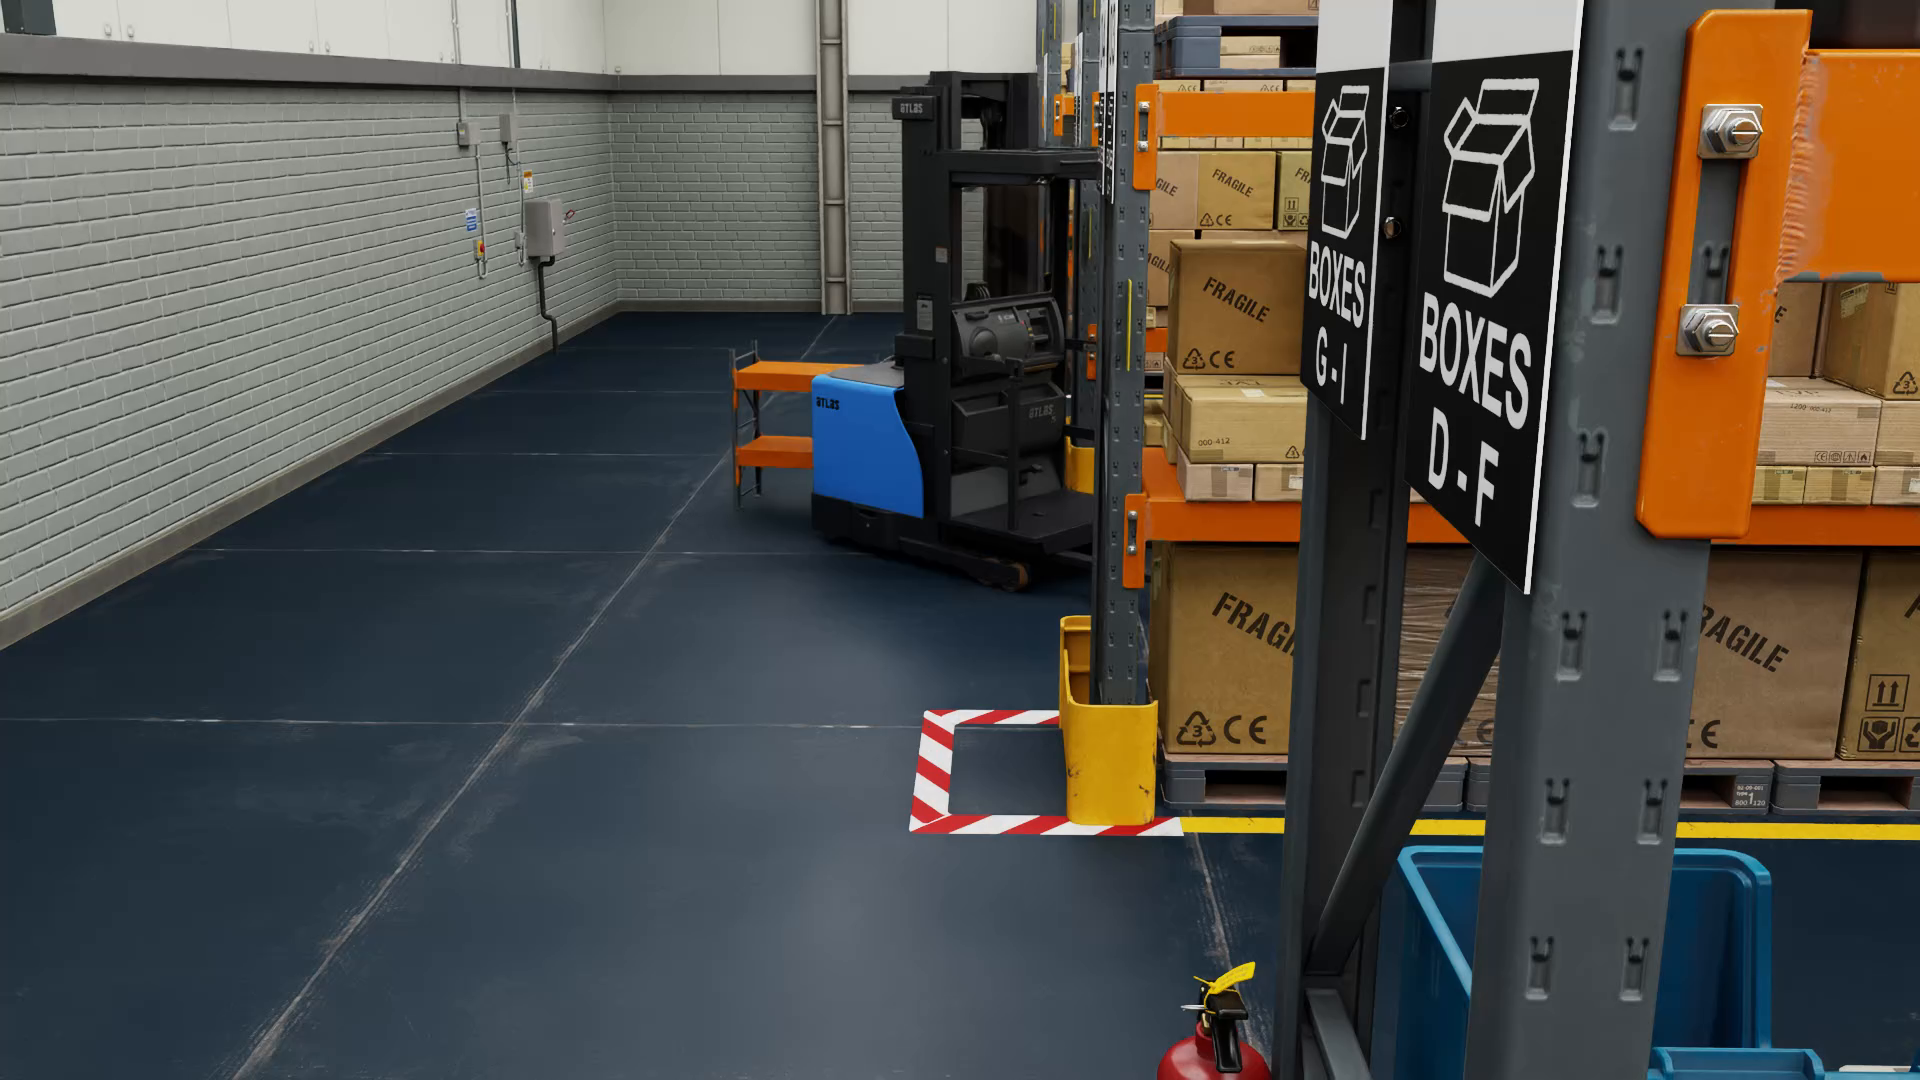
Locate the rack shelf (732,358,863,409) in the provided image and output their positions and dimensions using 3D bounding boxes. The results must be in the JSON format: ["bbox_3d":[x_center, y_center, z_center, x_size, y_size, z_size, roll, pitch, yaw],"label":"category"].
[{"bbox_3d":[-1.013,-1.071,11.547,1.000,0.278,0.538,3,15,12],"label":"rack shelf"}]

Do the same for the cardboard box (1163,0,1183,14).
[{"bbox_3d":[1.438,-3.482,10.809,0.250,0.149,0.380,1,15,4],"label":"cardboard box"}]

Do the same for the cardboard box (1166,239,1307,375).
[{"bbox_3d":[1.132,-0.969,6.875,0.500,0.500,0.500,1,15,2],"label":"cardboard box"}]

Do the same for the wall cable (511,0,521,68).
[{"bbox_3d":[-4.671,-6.785,18.843,0.133,3.039,2.988,0,15,1],"label":"wall cable"}]

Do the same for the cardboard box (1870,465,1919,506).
[{"bbox_3d":[3.553,-0.248,6.391,0.250,0.149,0.380,1,15,2],"label":"cardboard box"}]

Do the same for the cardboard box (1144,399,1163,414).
[{"bbox_3d":[1.402,-0.909,12.005,0.250,0.149,0.380,1,15,2],"label":"cardboard box"}]

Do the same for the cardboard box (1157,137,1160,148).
[{"bbox_3d":[1.760,-3.757,15.772,0.250,0.149,0.380,1,15,3],"label":"cardboard box"}]

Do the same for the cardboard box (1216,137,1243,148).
[{"bbox_3d":[2.536,-3.759,15.781,0.250,0.149,0.380,1,15,2],"label":"cardboard box"}]

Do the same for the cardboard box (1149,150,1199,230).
[{"bbox_3d":[1.308,-2.341,11.093,0.500,0.500,0.500,0,15,1],"label":"cardboard box"}]

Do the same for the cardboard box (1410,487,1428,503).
[{"bbox_3d":[1.758,-0.259,6.435,0.250,0.149,0.380,0,15,1],"label":"cardboard box"}]

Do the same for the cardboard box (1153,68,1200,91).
[{"bbox_3d":[1.308,-3.046,10.918,0.500,0.250,0.500,1,15,3],"label":"cardboard box"}]

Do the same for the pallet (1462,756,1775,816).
[{"bbox_3d":[2.656,0.871,7.126,1.213,0.211,1.003,0,15,1],"label":"pallet"}]

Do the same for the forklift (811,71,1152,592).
[{"bbox_3d":[0.451,-1.265,9.889,3.031,2.935,1.130,13,20,41],"label":"forklift"}]

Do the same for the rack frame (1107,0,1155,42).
[{"bbox_3d":[0.638,-3.372,5.982,0.127,3.000,1.000,0,15,1],"label":"rack frame"}]

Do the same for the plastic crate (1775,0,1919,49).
[{"bbox_3d":[0.890,-0.522,1.315,0.590,0.269,0.497,0,15,1],"label":"plastic crate"}]

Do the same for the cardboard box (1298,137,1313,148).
[{"bbox_3d":[3.298,-3.763,15.797,0.250,0.149,0.380,0,15,0],"label":"cardboard box"}]

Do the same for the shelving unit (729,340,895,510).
[{"bbox_3d":[-1.013,-0.788,11.621,1.048,1.125,0.538,3,15,12],"label":"shelving unit"}]

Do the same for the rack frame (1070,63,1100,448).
[{"bbox_3d":[0.866,-1.736,11.539,0.127,3.000,1.000,0,15,1],"label":"rack frame"}]

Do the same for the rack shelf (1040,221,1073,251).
[{"bbox_3d":[3.014,-3.904,21.167,4.000,0.370,1.077,0,15,1],"label":"rack shelf"}]

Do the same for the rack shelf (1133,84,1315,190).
[{"bbox_3d":[2.638,-1.561,6.407,4.000,0.370,1.077,0,15,1],"label":"rack shelf"}]

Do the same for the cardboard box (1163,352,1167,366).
[{"bbox_3d":[2.469,-1.980,16.666,0.875,0.438,0.875,1,15,3],"label":"cardboard box"}]

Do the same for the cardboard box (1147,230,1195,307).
[{"bbox_3d":[1.308,-1.855,11.210,0.500,0.500,0.500,1,15,4],"label":"cardboard box"}]

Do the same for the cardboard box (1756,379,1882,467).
[{"bbox_3d":[3.161,-0.459,6.410,0.500,0.250,0.500,1,15,3],"label":"cardboard box"}]

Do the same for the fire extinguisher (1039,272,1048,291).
[{"bbox_3d":[0.626,-1.637,12.049,0.183,0.674,0.296,0,15,1],"label":"fire extinguisher"}]

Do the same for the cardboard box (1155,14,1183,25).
[{"bbox_3d":[1.308,-3.286,10.850,0.500,0.250,0.500,1,15,2],"label":"cardboard box"}]

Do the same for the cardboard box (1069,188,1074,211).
[{"bbox_3d":[1.461,-4.264,20.834,0.500,0.250,0.500,0,15,2],"label":"cardboard box"}]

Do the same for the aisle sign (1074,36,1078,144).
[{"bbox_3d":[0.801,-3.070,11.499,0.004,0.787,0.394,0,15,1],"label":"aisle sign"}]

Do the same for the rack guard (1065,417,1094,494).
[{"bbox_3d":[0.942,-0.527,11.856,0.348,0.500,1.175,0,15,1],"label":"rack guard"}]

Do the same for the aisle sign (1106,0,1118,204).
[{"bbox_3d":[0.559,-1.653,6.128,0.004,0.787,0.394,0,15,1],"label":"aisle sign"}]

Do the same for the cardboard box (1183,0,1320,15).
[{"bbox_3d":[1.159,-2.232,6.325,0.500,0.500,0.700,-1,15,-2],"label":"cardboard box"}]

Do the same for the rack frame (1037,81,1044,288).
[{"bbox_3d":[1.014,-4.265,21.124,0.127,3.000,1.000,0,15,1],"label":"rack frame"}]

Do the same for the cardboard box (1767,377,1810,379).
[{"bbox_3d":[3.159,-0.593,6.919,0.500,0.250,0.500,1,15,3],"label":"cardboard box"}]

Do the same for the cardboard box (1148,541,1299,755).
[{"bbox_3d":[1.280,0.336,7.026,0.875,0.875,0.875,0,15,1],"label":"cardboard box"}]

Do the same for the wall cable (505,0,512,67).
[{"bbox_3d":[-4.780,-6.057,16.156,0.029,3.000,2.355,0,15,1],"label":"wall cable"}]

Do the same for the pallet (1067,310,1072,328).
[{"bbox_3d":[1.887,-2.911,21.459,1.213,0.211,1.003,0,15,1],"label":"pallet"}]

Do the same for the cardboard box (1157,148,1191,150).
[{"bbox_3d":[1.330,-2.472,11.590,0.500,0.500,0.500,0,15,0],"label":"cardboard box"}]

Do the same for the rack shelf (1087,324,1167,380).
[{"bbox_3d":[2.865,-1.375,11.582,4.000,0.370,1.077,0,15,1],"label":"rack shelf"}]

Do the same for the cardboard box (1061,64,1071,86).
[{"bbox_3d":[1.451,-5.714,20.448,0.500,0.250,0.500,0,15,1],"label":"cardboard box"}]

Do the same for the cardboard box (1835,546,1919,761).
[{"bbox_3d":[3.979,0.354,6.960,0.875,0.875,0.875,0,15,1],"label":"cardboard box"}]
